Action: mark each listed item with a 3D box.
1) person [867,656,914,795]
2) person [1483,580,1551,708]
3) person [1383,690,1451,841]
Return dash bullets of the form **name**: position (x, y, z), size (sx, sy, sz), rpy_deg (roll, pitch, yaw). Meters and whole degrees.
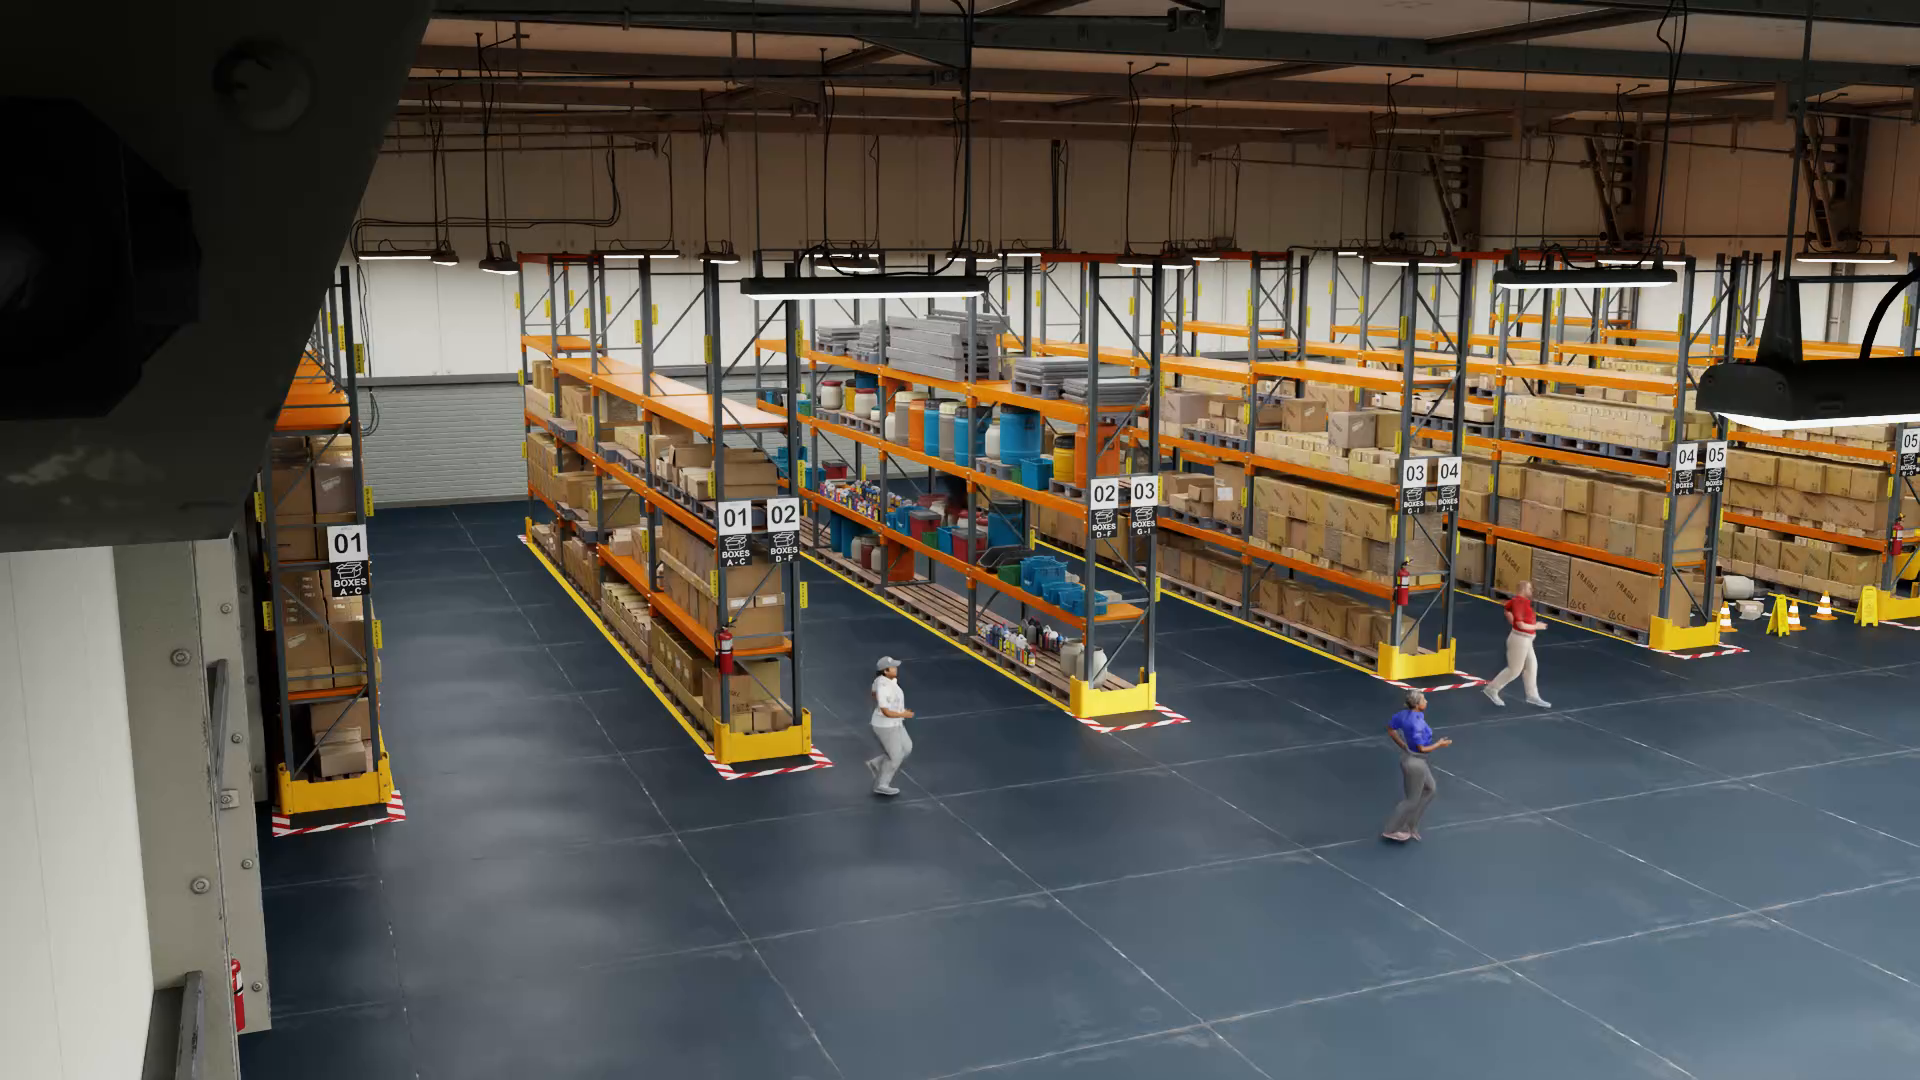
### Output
- **person**: position (-0.798, 2.112, 18.995), size (0.568, 1.622, 0.624), rpy_deg (1, 10, 3)
- **person**: position (7.578, 1.398, 22.490), size (0.884, 1.734, 0.672), rpy_deg (4, 11, 21)
- **person**: position (4.796, 2.388, 17.464), size (0.660, 1.683, 0.555), rpy_deg (0, 10, 1)
